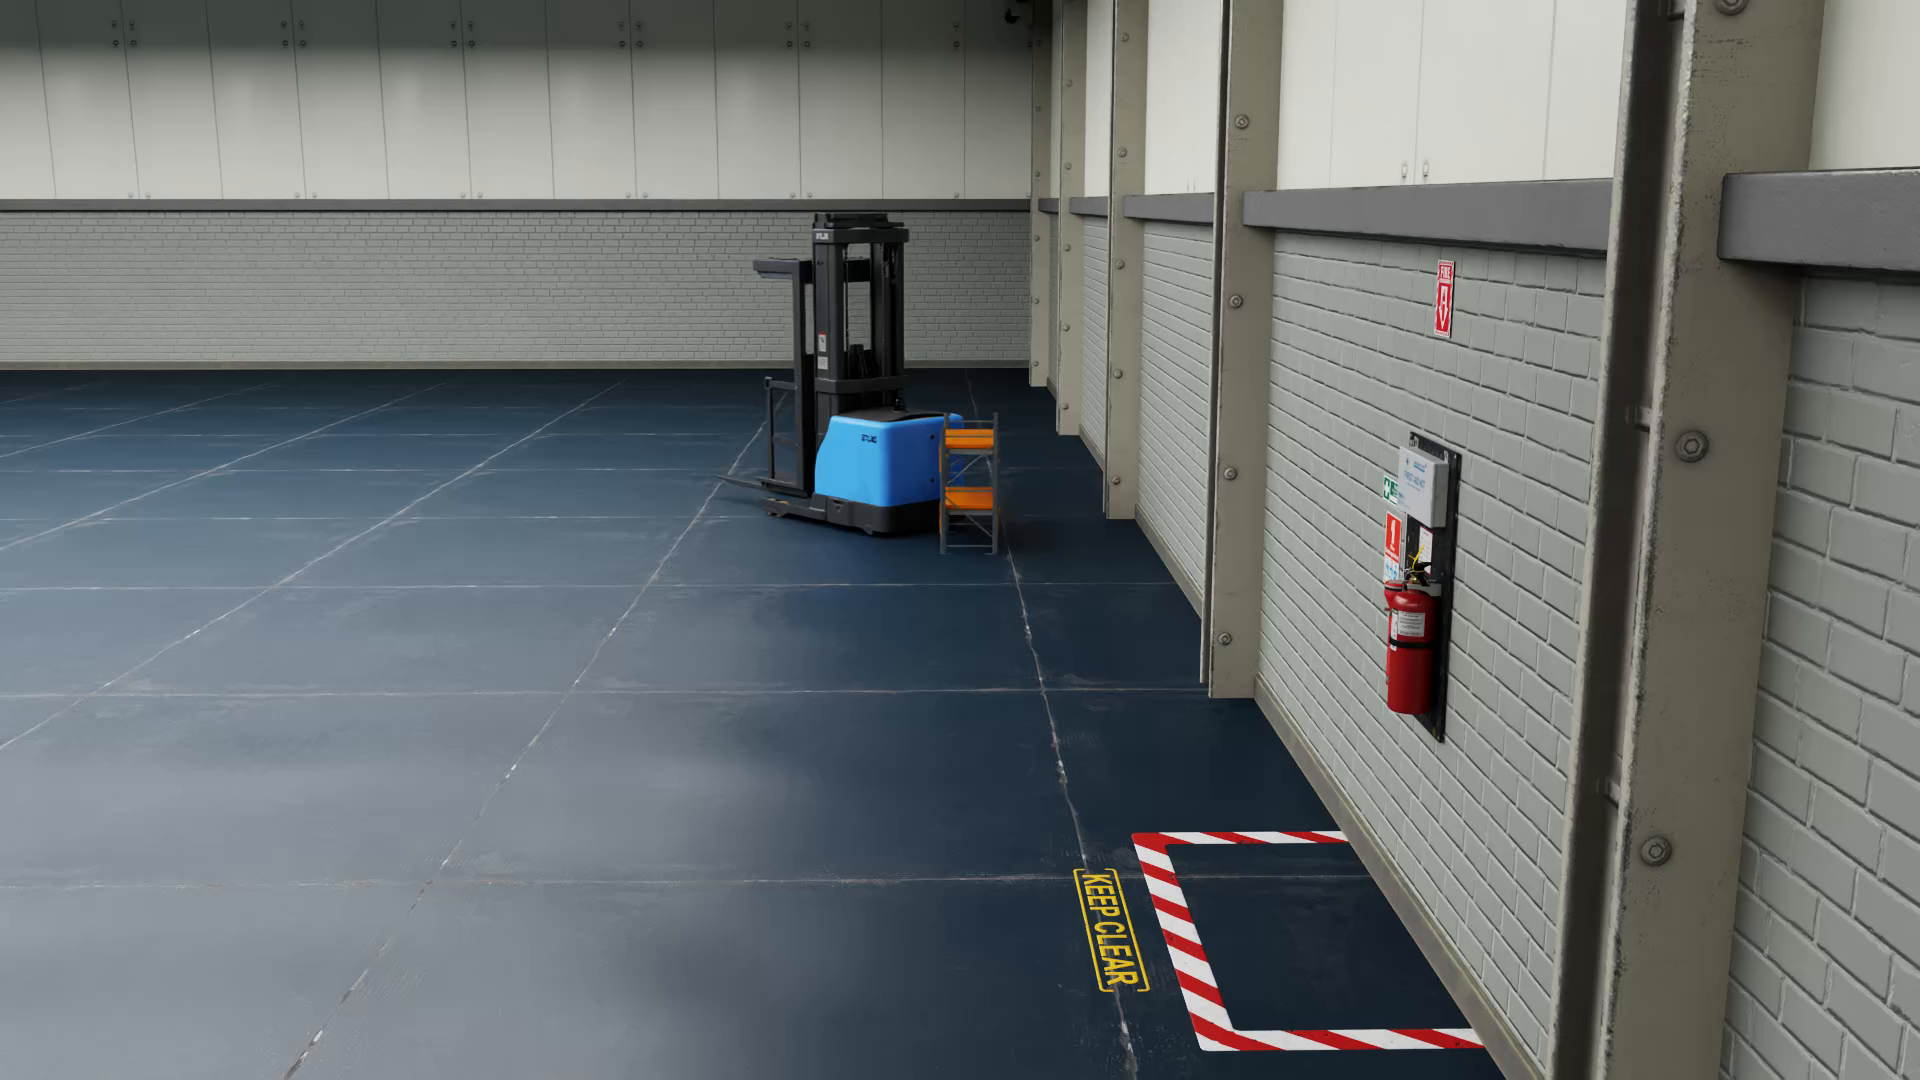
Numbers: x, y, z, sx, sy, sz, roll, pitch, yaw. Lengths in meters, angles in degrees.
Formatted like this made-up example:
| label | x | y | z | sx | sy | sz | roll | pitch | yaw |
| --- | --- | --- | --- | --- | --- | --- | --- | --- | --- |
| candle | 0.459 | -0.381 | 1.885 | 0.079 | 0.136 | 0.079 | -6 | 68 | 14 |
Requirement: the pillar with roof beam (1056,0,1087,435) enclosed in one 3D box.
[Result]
| label | x | y | z | sx | sy | sz | roll | pitch | yaw |
| --- | --- | --- | --- | --- | --- | --- | --- | --- | --- |
| pillar with roof beam | -2.840 | -5.830 | 21.356 | 9.100 | 9.000 | 0.400 | 0 | 11 | -1 |

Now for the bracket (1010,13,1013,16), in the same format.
| label | x | y | z | sx | sy | sz | roll | pitch | yaw |
| --- | --- | --- | --- | --- | --- | --- | --- | --- | --- |
| bracket | 0.939 | -9.240 | 29.107 | 0.076 | 0.066 | 3.189 | 0 | 11 | -1 |

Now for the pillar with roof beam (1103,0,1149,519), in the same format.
| label | x | y | z | sx | sy | sz | roll | pitch | yaw |
| --- | --- | --- | --- | --- | --- | --- | --- | --- | --- |
| pillar with roof beam | -2.716 | -4.638 | 15.477 | 9.100 | 9.000 | 0.400 | 0 | 11 | -1 |

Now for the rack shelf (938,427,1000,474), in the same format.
| label | x | y | z | sx | sy | sz | roll | pitch | yaw |
| --- | --- | --- | --- | --- | --- | --- | --- | --- | --- |
| rack shelf | 0.093 | -0.810 | 14.940 | 0.538 | 0.278 | 1.000 | 0 | 11 | 1 |

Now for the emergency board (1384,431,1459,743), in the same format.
| label | x | y | z | sx | sy | sz | roll | pitch | yaw |
| --- | --- | --- | --- | --- | --- | --- | --- | --- | --- |
| emergency board | 1.823 | 0.179 | 6.825 | 0.194 | 1.169 | 0.643 | 0 | 11 | -1 |

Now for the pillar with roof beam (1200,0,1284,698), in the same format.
| label | x | y | z | sx | sy | sz | roll | pitch | yaw |
| --- | --- | --- | --- | --- | --- | --- | --- | --- | --- |
| pillar with roof beam | -2.592 | -3.445 | 9.598 | 9.100 | 9.000 | 0.400 | 0 | 11 | -1 |

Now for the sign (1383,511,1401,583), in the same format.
| label | x | y | z | sx | sy | sz | roll | pitch | yaw |
| --- | --- | --- | --- | --- | --- | --- | --- | --- | --- |
| sign | 1.914 | 0.051 | 7.366 | 0.001 | 0.329 | 0.234 | 0 | 11 | -1 |

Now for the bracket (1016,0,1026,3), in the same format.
| label | x | y | z | sx | sy | sz | roll | pitch | yaw |
| --- | --- | --- | --- | --- | --- | --- | --- | --- | --- |
| bracket | 0.993 | -8.721 | 26.551 | 0.235 | 0.232 | 0.430 | 0 | 11 | -1 |

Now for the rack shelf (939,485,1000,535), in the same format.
| label | x | y | z | sx | sy | sz | roll | pitch | yaw |
| --- | --- | --- | --- | --- | --- | --- | --- | --- | --- |
| rack shelf | 0.093 | -0.283 | 15.047 | 0.538 | 0.278 | 1.000 | 0 | 11 | 1 |

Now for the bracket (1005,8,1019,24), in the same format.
| label | x | y | z | sx | sy | sz | roll | pitch | yaw |
| --- | --- | --- | --- | --- | --- | --- | --- | --- | --- |
| bracket | 0.927 | -9.357 | 29.686 | 0.235 | 0.232 | 0.430 | 0 | 11 | -1 |

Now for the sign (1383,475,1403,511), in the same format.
| label | x | y | z | sx | sy | sz | roll | pitch | yaw |
| --- | --- | --- | --- | --- | --- | --- | --- | --- | --- |
| sign | 1.906 | -0.208 | 7.308 | 0.001 | 0.109 | 0.331 | 0 | 11 | -1 |

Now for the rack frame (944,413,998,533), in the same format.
| label | x | y | z | sx | sy | sz | roll | pitch | yaw |
| --- | --- | --- | --- | --- | --- | --- | --- | --- | --- |
| rack frame | 0.105 | -0.624 | 15.496 | 0.500 | 1.125 | 0.032 | 0 | 11 | 1 |

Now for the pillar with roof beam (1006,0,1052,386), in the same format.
| label | x | y | z | sx | sy | sz | roll | pitch | yaw |
| --- | --- | --- | --- | --- | --- | --- | --- | --- | --- |
| pillar with roof beam | -2.964 | -7.023 | 27.235 | 9.100 | 9.000 | 0.548 | 0 | 11 | -1 |

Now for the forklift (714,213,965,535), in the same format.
| label | x | y | z | sx | sy | sz | roll | pitch | yaw |
| --- | --- | --- | --- | --- | --- | --- | --- | --- | --- |
| forklift | -1.317 | -1.717 | 16.343 | 1.130 | 2.935 | 3.031 | -10 | 15 | -41 |

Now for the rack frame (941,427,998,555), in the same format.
| label | x | y | z | sx | sy | sz | roll | pitch | yaw |
| --- | --- | --- | --- | --- | --- | --- | --- | --- | --- |
| rack frame | 0.082 | -0.422 | 14.500 | 0.500 | 1.125 | 0.032 | 0 | 11 | 1 |

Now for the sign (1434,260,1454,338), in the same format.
| label | x | y | z | sx | sy | sz | roll | pitch | yaw |
| --- | --- | --- | --- | --- | --- | --- | --- | --- | --- |
| sign | 1.922 | -0.959 | 6.605 | 0.001 | 0.298 | 0.199 | 0 | 11 | -1 |

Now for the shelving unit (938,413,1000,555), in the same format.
| label | x | y | z | sx | sy | sz | roll | pitch | yaw |
| --- | --- | --- | --- | --- | --- | --- | --- | --- | --- |
| shelving unit | 0.093 | -0.523 | 14.998 | 0.538 | 1.125 | 1.048 | 0 | 11 | 1 |
